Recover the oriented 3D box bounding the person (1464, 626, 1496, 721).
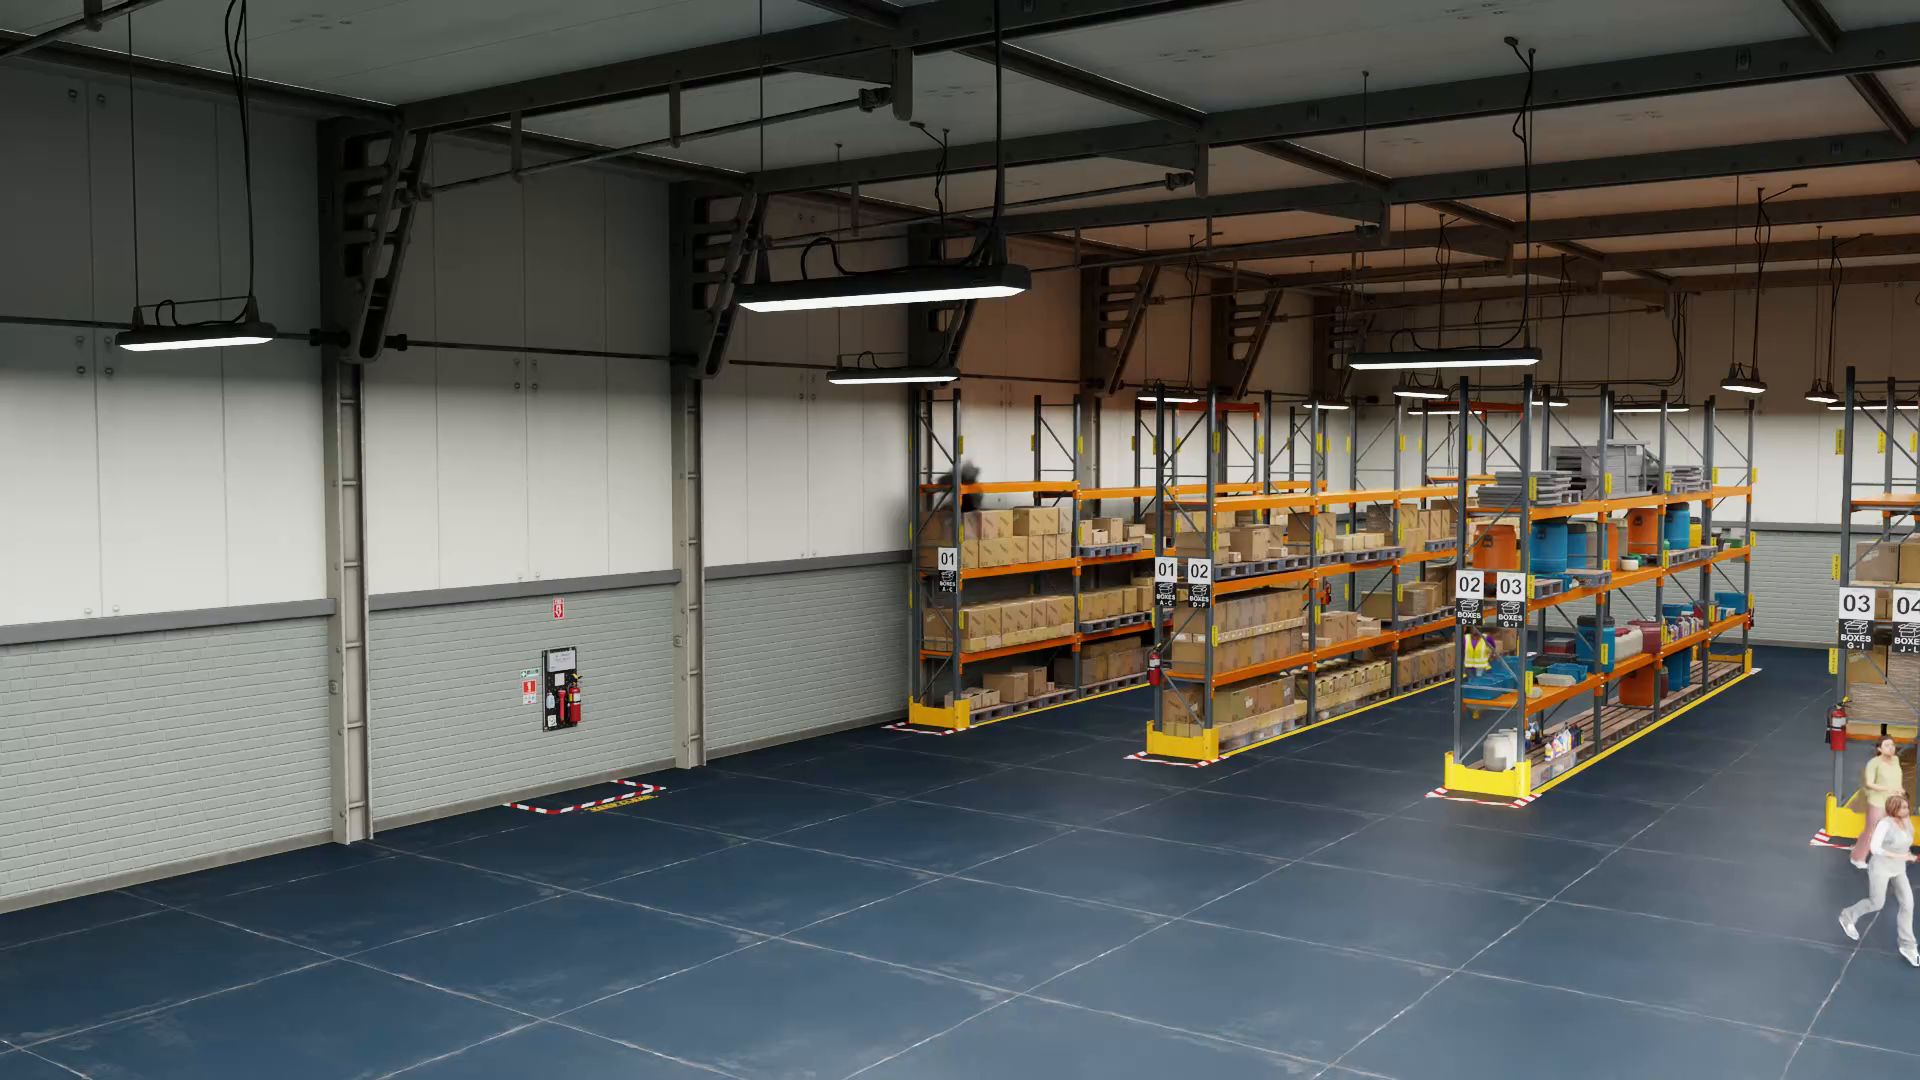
[{"bbox_3d":[9.490,2.364,30.648,0.640,1.796,0.890,2,4,32],"label":"person"}]

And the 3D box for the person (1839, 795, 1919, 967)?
[{"bbox_3d":[9.063,3.275,16.307,0.563,1.610,0.910,-2,4,-26],"label":"person"}]

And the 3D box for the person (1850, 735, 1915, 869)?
[{"bbox_3d":[10.700,3.064,19.251,0.583,1.636,0.814,0,3,-7],"label":"person"}]
